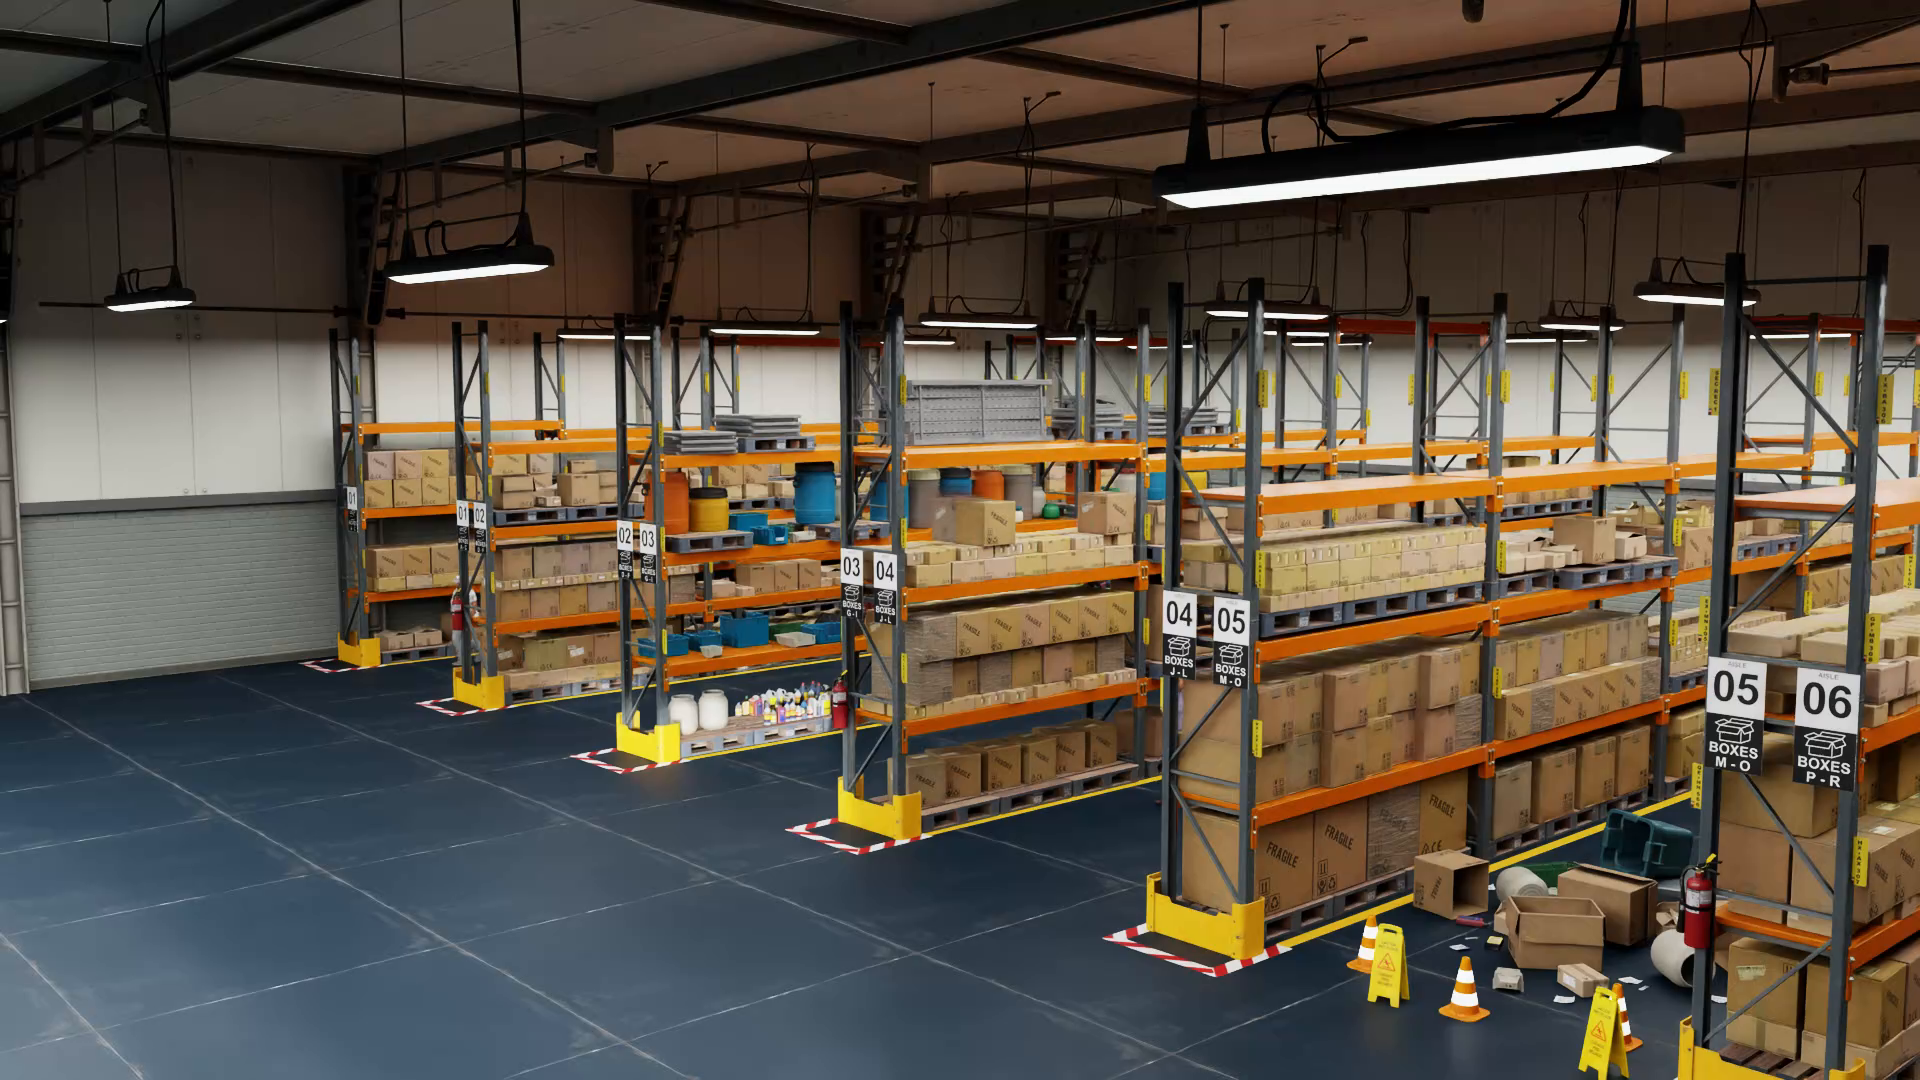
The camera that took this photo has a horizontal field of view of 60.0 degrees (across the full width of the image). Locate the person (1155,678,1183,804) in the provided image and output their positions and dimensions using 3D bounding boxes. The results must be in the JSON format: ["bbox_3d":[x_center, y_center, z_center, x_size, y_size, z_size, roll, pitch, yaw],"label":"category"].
[{"bbox_3d":[2.738,2.367,20.125,0.838,1.600,0.486,-6,8,-44],"label":"person"}]

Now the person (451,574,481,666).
[{"bbox_3d":[-8.841,1.418,29.799,0.571,1.647,0.591,4,7,37],"label":"person"}]
